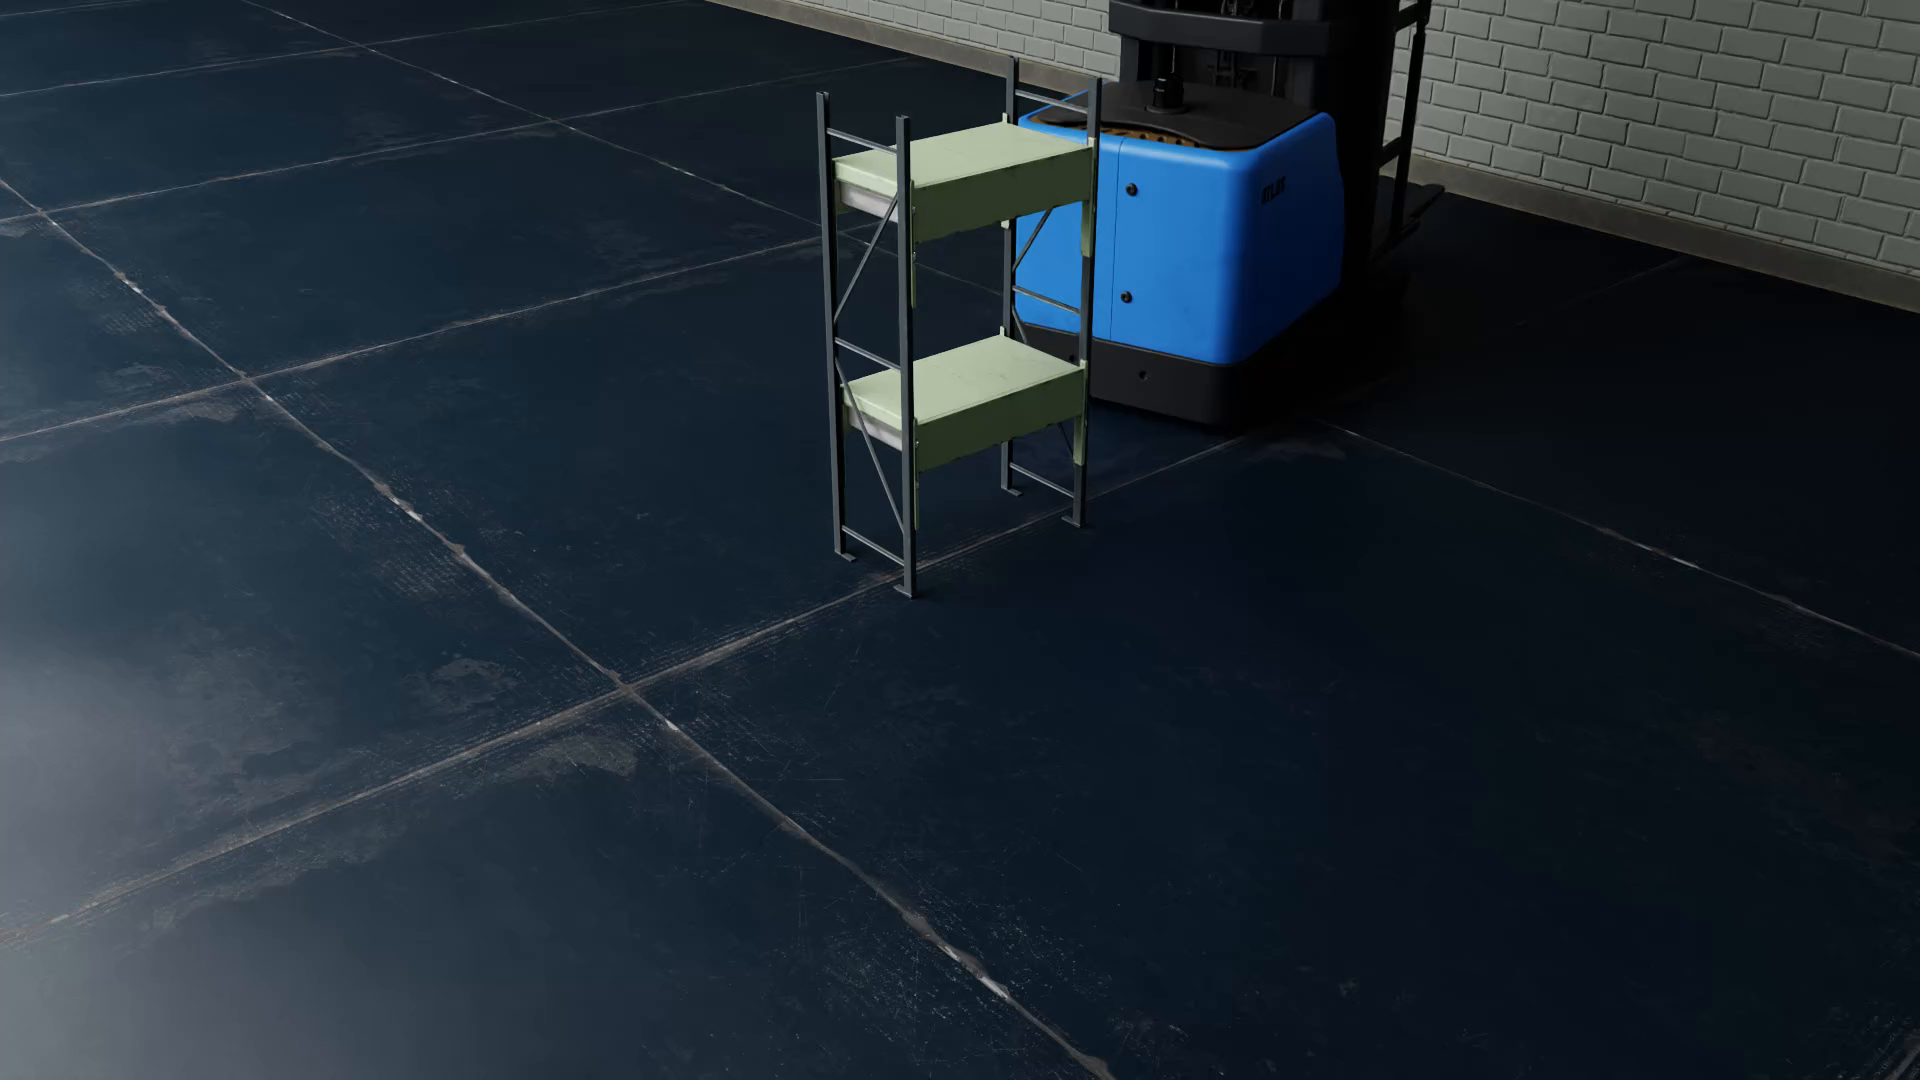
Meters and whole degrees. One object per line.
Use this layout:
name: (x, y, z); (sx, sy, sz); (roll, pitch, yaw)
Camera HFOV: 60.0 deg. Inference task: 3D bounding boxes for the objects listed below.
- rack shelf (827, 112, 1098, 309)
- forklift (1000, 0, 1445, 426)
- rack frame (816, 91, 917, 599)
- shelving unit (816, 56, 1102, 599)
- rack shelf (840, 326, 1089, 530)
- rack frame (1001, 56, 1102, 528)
rack shelf: (0.005, -1.008, 5.011); (0.720, 0.370, 0.431); (-22, 35, -35)
forklift: (1.368, -2.370, 6.870); (1.130, 2.935, 3.031); (16, 32, 28)
rack frame: (-0.273, -0.552, 4.986); (0.023, 1.500, 0.400); (-22, 35, -35)
shelving unit: (0.005, -0.664, 5.195); (0.755, 1.500, 0.431); (-22, 35, -35)
rack shelf: (0.005, -0.376, 5.349); (0.720, 0.370, 0.431); (-22, 35, -35)
rack frame: (0.284, -0.775, 5.405); (0.023, 1.500, 0.400); (-22, 35, -35)
